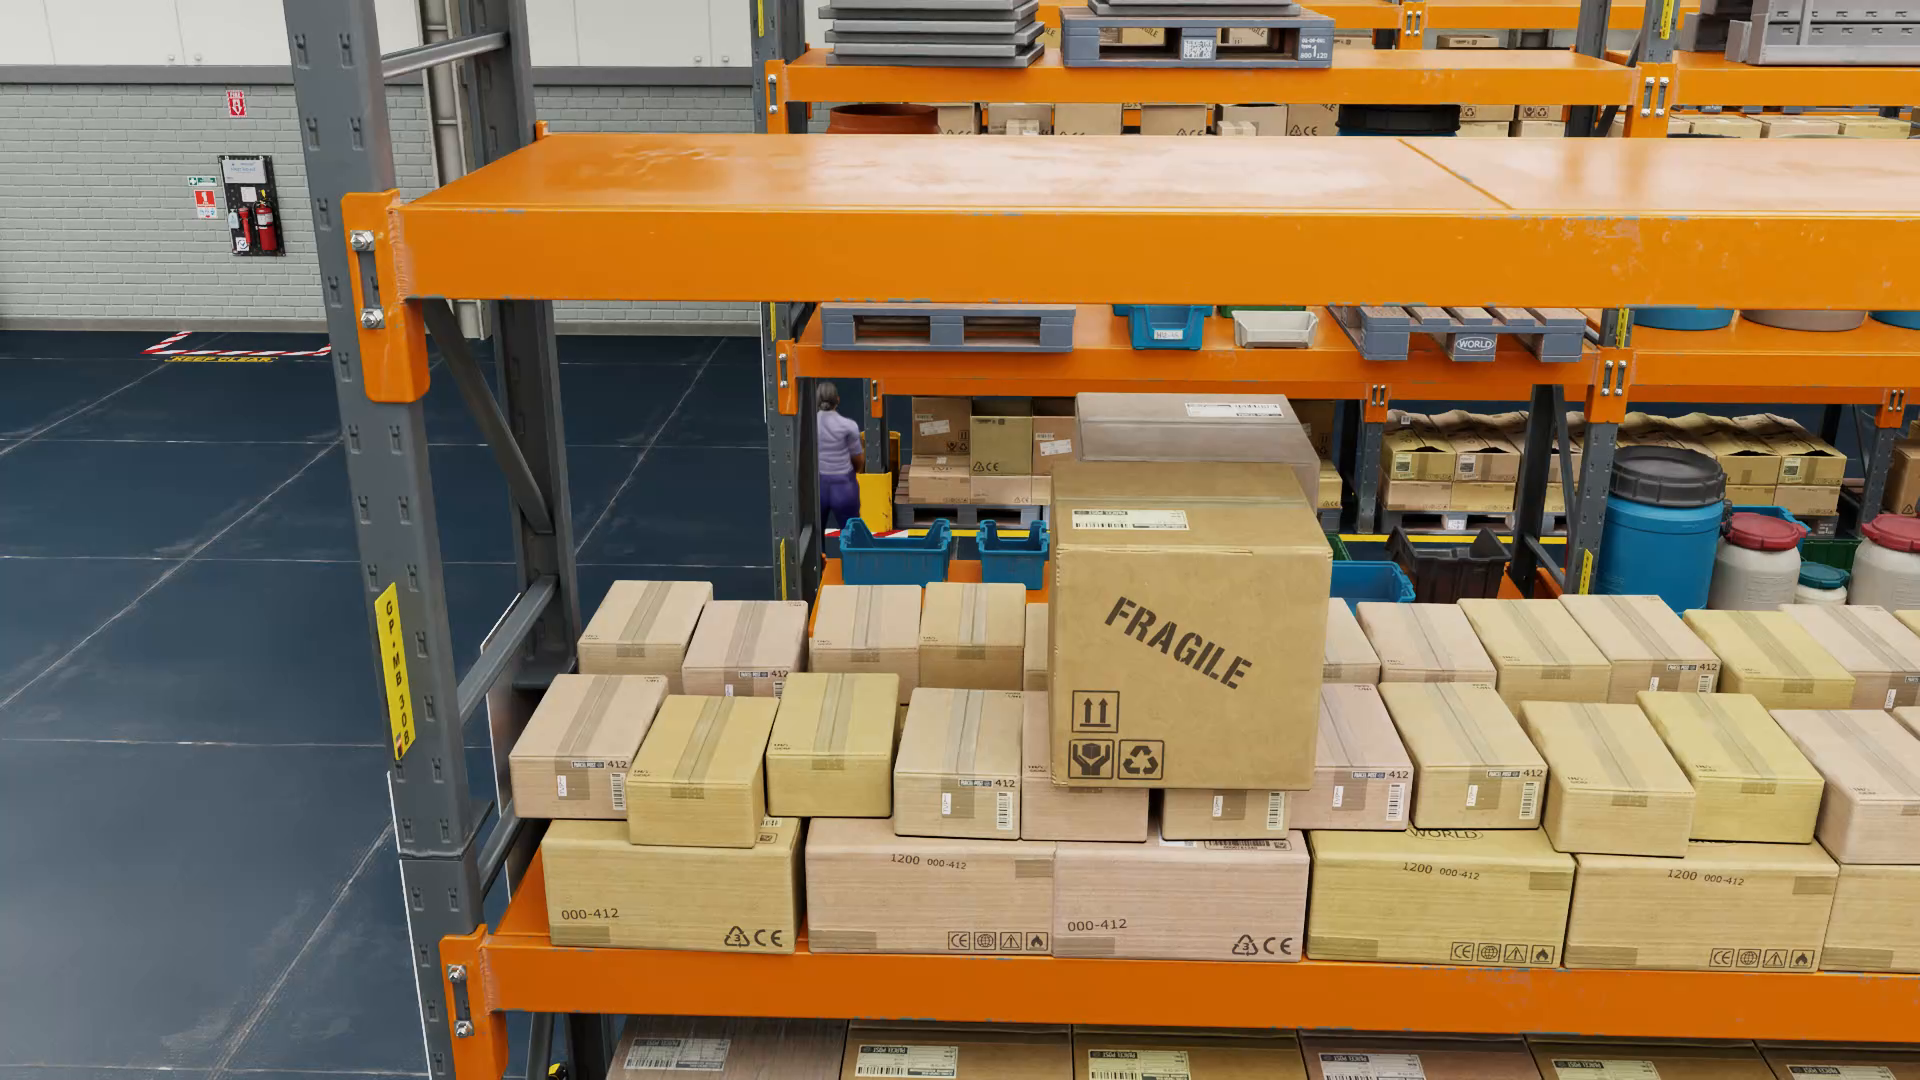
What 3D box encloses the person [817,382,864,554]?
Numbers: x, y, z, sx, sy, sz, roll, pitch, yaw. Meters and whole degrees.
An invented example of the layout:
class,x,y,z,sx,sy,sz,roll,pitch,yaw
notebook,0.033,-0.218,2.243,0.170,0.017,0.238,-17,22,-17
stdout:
class,x,y,z,sx,sy,sz,roll,pitch,yaw
person,-0.928,-0.356,12.017,0.494,1.655,0.463,0,21,1
